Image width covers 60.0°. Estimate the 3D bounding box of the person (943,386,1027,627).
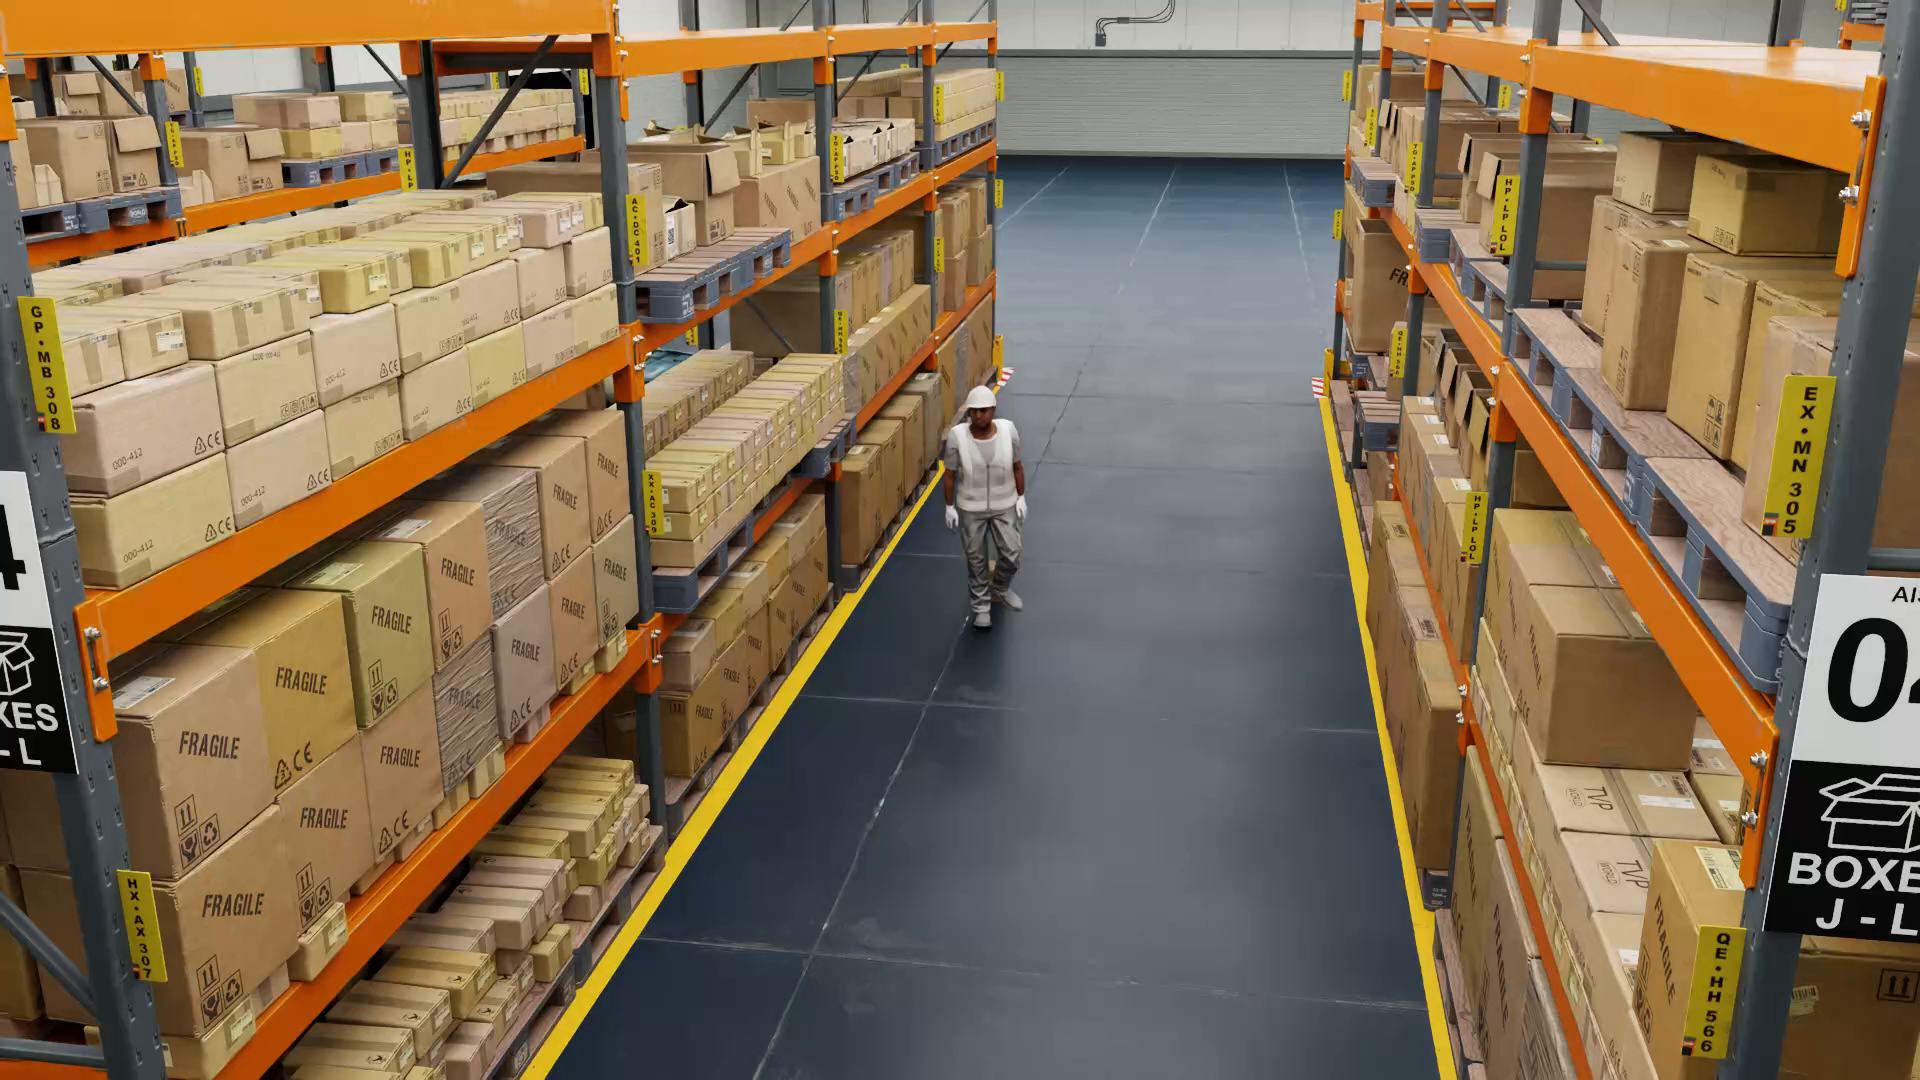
[{"bbox_3d":[0.180,-0.237,11.726,0.600,1.776,0.519,-1,18,-4],"label":"person"}]
